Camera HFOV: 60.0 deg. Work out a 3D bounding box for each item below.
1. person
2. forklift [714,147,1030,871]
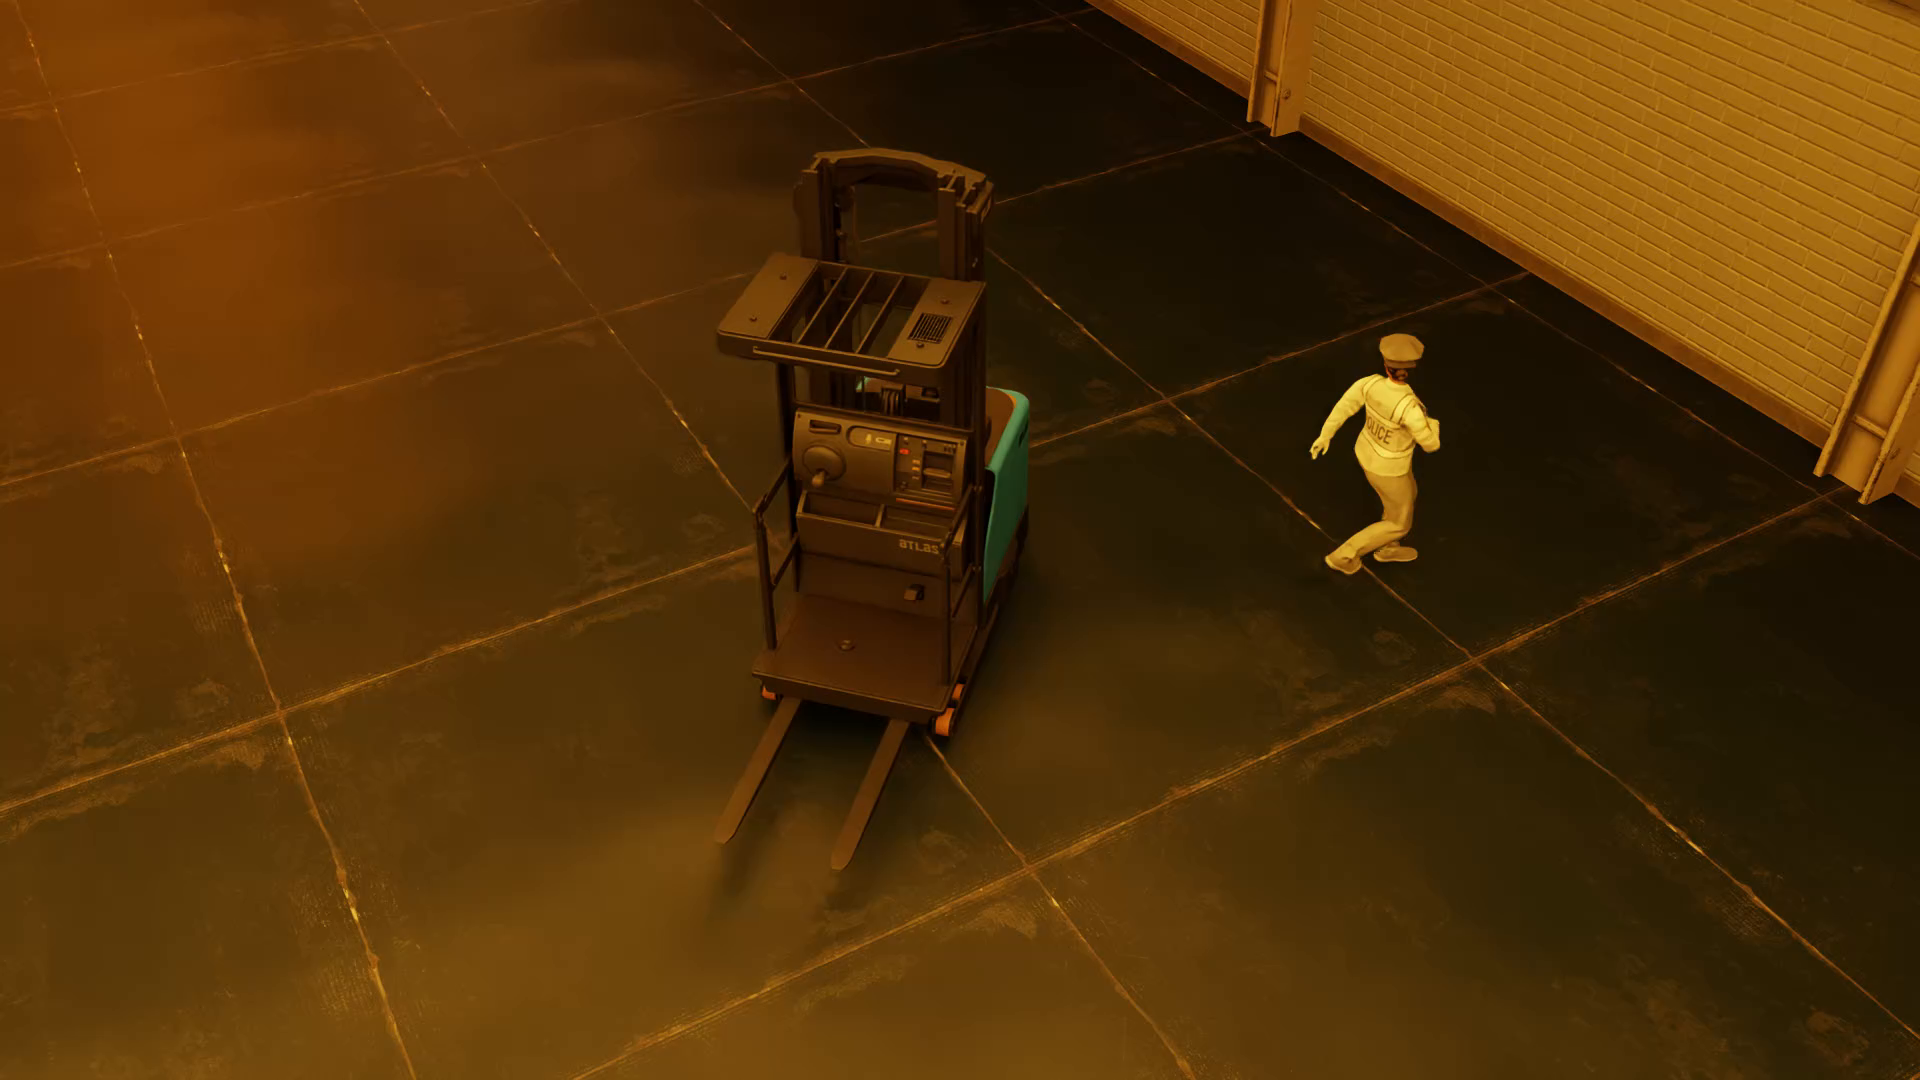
[{"bbox_3d":[2.465,-0.470,9.676,0.710,1.588,0.559,-8,40,-9],"label":"person"},{"bbox_3d":[-0.476,-0.342,8.449,1.130,2.935,3.031,10,41,12],"label":"forklift"}]
